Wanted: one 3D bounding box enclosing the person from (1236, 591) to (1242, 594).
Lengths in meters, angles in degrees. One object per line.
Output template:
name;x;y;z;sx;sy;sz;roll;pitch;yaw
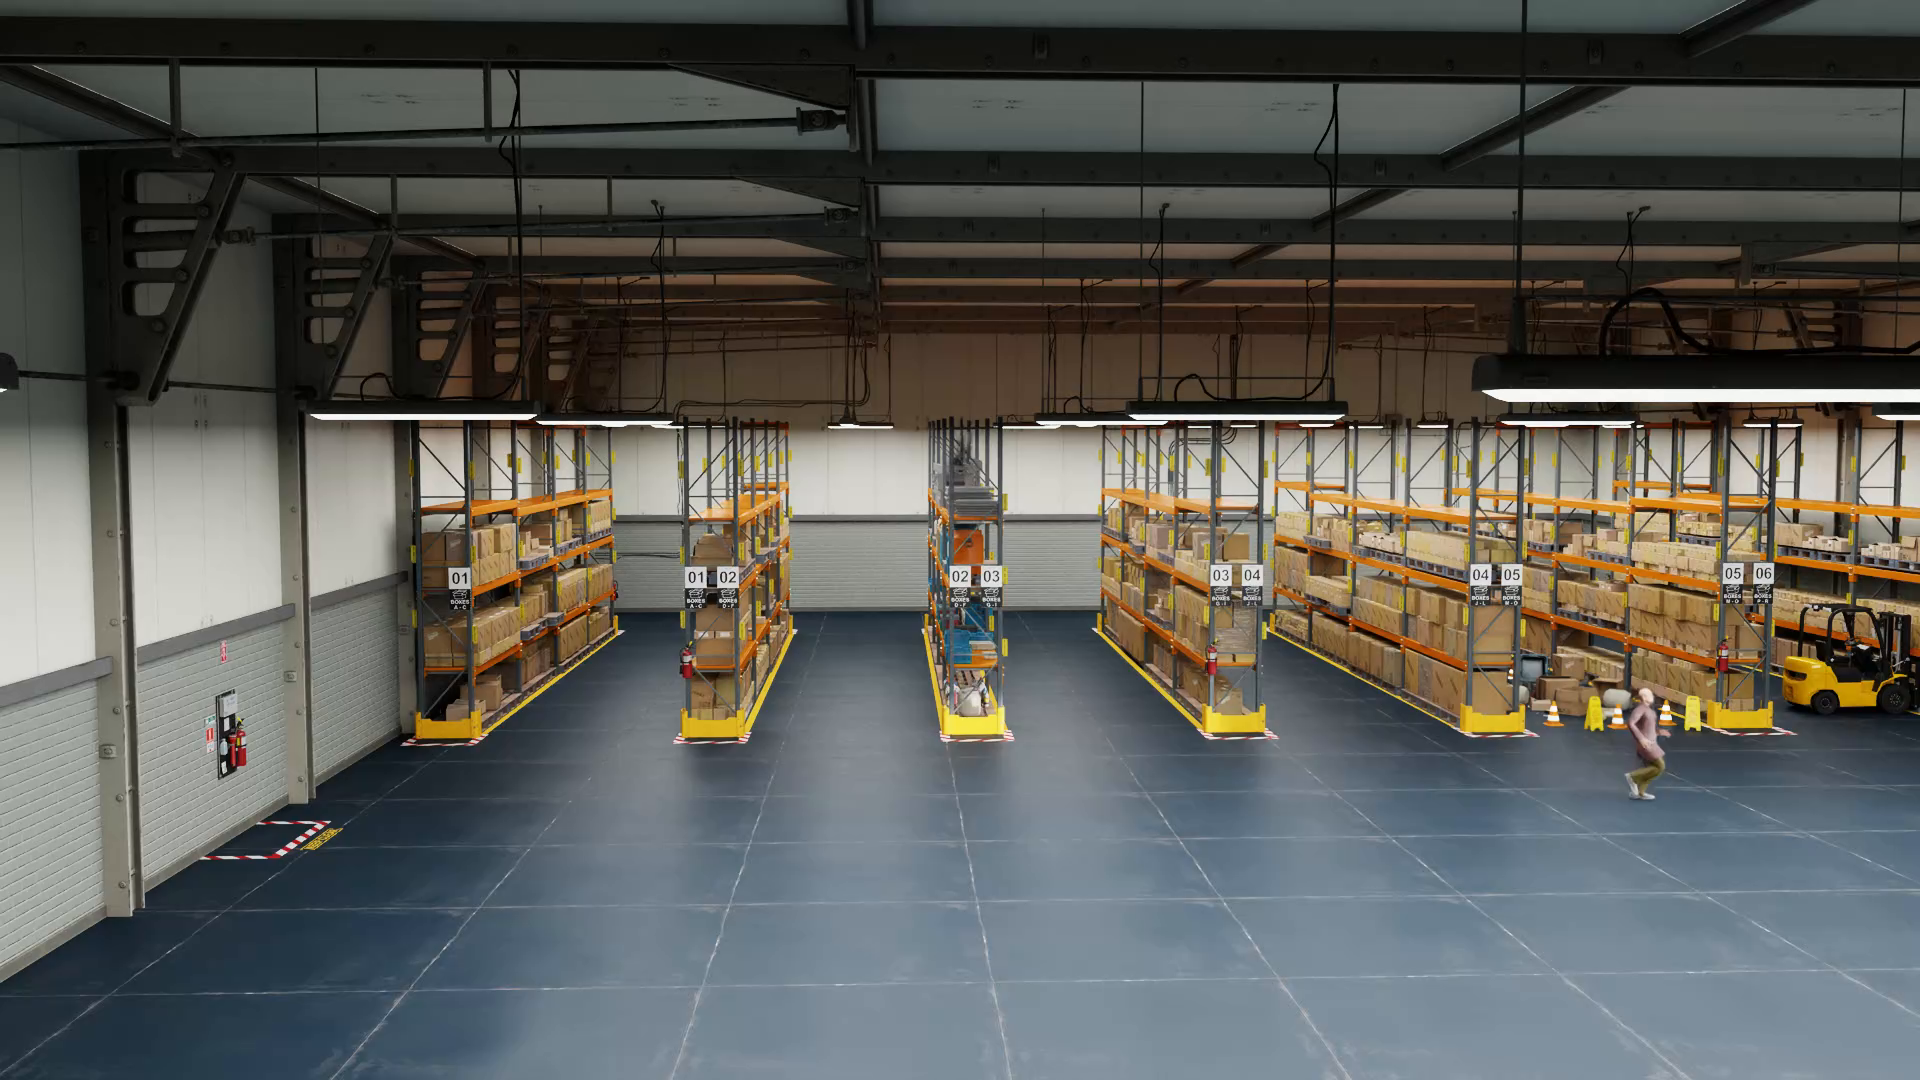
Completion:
person;7.721;1.818;46.143;0.748;1.788;1.057;0;4;2

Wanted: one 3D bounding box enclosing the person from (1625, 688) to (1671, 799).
person;10.684;3.171;25.802;0.628;1.732;0.704;2;4;29
